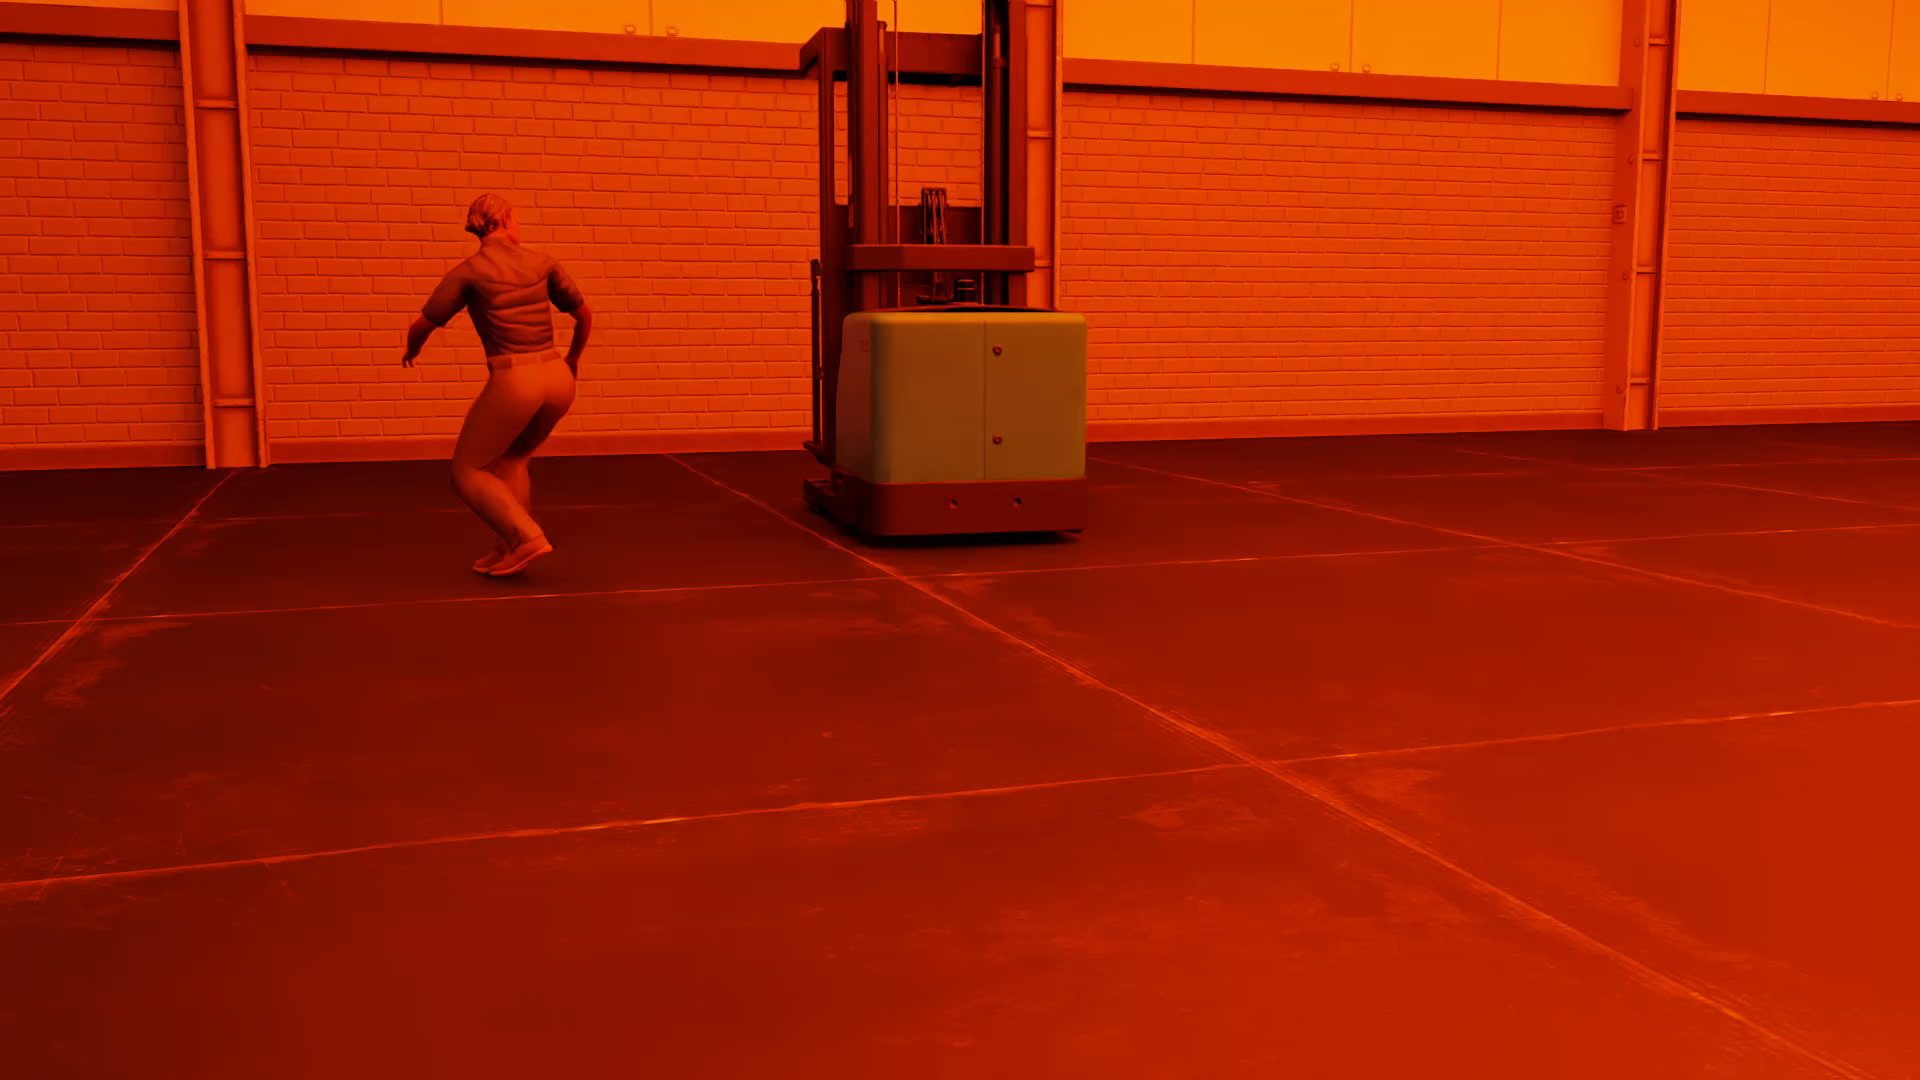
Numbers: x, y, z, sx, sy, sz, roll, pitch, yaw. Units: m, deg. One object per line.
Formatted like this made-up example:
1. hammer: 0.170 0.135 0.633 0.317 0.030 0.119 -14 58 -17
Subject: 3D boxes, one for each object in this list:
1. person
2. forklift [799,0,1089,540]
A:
1. person: -1.872 -0.628 6.808 0.748 1.548 0.760 7 10 40
2. forklift: -0.246 -1.611 8.895 1.130 2.935 3.031 -2 8 -14
